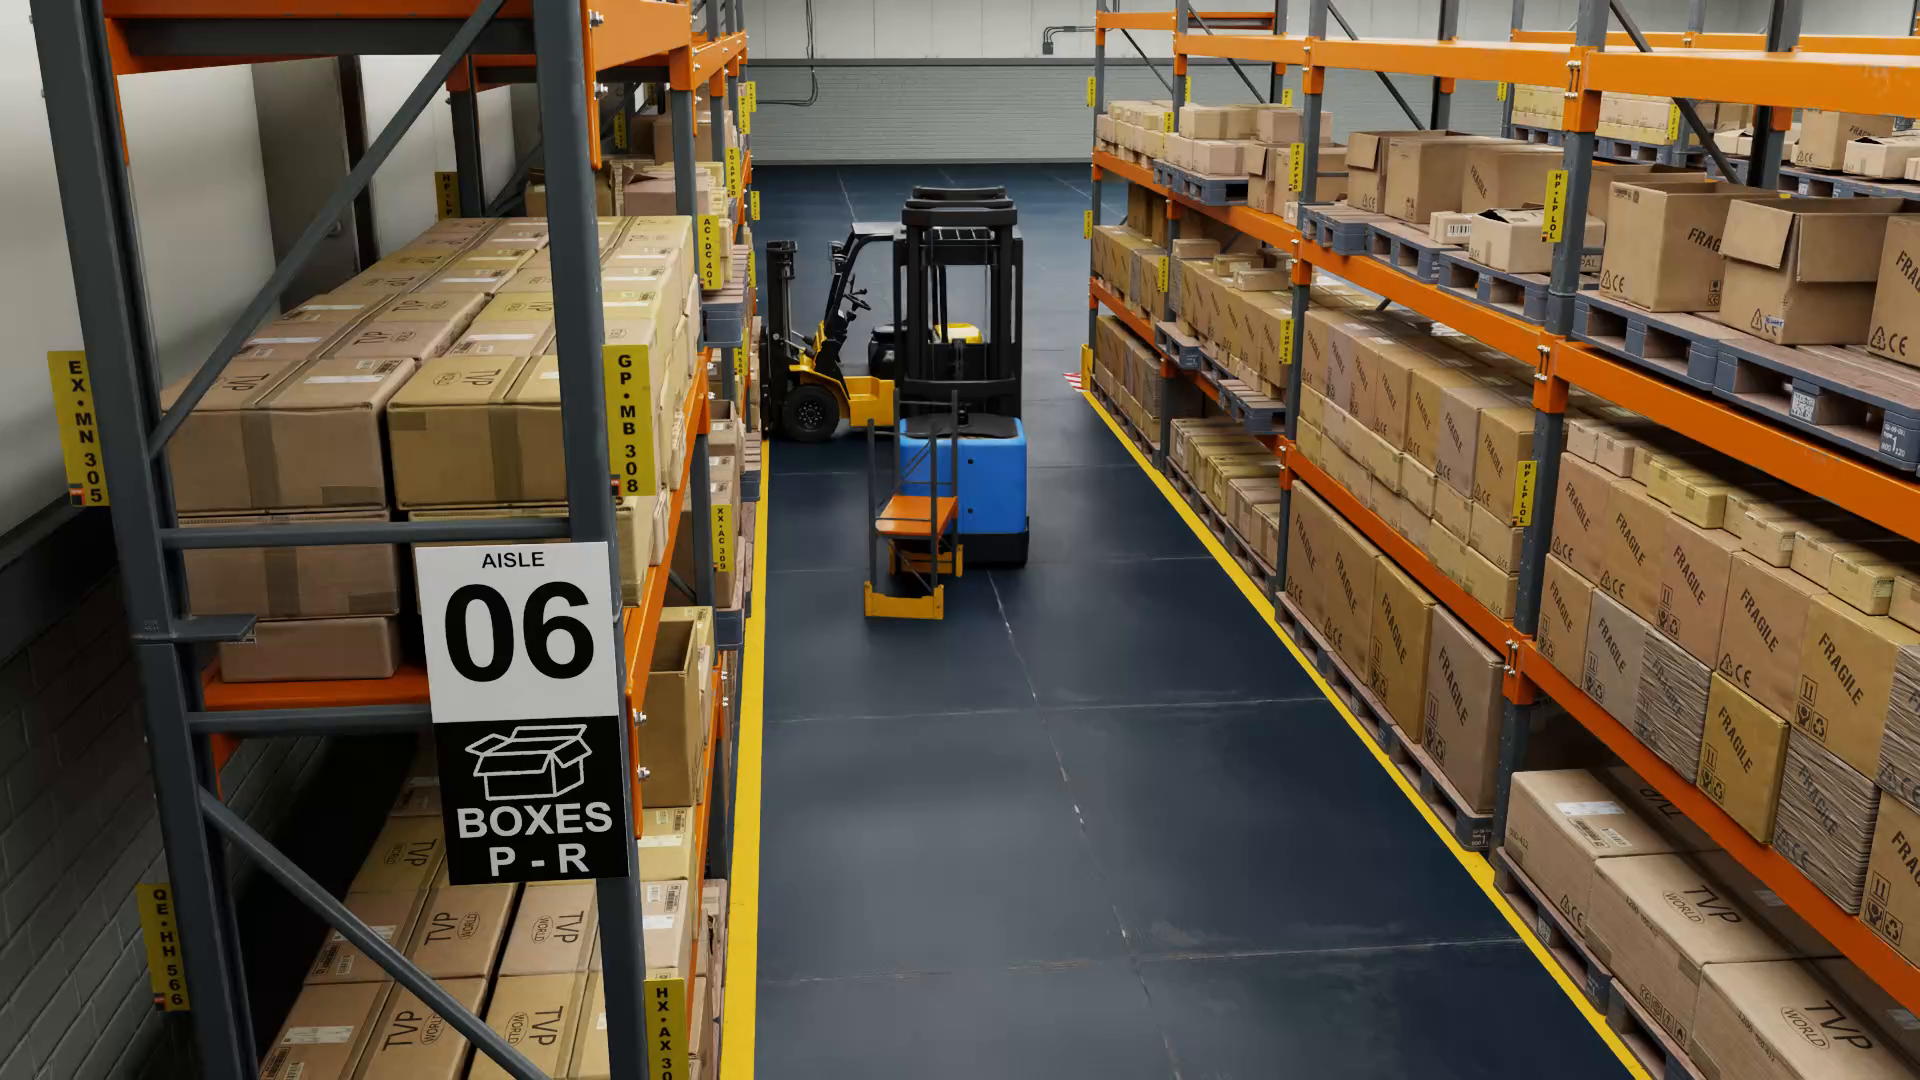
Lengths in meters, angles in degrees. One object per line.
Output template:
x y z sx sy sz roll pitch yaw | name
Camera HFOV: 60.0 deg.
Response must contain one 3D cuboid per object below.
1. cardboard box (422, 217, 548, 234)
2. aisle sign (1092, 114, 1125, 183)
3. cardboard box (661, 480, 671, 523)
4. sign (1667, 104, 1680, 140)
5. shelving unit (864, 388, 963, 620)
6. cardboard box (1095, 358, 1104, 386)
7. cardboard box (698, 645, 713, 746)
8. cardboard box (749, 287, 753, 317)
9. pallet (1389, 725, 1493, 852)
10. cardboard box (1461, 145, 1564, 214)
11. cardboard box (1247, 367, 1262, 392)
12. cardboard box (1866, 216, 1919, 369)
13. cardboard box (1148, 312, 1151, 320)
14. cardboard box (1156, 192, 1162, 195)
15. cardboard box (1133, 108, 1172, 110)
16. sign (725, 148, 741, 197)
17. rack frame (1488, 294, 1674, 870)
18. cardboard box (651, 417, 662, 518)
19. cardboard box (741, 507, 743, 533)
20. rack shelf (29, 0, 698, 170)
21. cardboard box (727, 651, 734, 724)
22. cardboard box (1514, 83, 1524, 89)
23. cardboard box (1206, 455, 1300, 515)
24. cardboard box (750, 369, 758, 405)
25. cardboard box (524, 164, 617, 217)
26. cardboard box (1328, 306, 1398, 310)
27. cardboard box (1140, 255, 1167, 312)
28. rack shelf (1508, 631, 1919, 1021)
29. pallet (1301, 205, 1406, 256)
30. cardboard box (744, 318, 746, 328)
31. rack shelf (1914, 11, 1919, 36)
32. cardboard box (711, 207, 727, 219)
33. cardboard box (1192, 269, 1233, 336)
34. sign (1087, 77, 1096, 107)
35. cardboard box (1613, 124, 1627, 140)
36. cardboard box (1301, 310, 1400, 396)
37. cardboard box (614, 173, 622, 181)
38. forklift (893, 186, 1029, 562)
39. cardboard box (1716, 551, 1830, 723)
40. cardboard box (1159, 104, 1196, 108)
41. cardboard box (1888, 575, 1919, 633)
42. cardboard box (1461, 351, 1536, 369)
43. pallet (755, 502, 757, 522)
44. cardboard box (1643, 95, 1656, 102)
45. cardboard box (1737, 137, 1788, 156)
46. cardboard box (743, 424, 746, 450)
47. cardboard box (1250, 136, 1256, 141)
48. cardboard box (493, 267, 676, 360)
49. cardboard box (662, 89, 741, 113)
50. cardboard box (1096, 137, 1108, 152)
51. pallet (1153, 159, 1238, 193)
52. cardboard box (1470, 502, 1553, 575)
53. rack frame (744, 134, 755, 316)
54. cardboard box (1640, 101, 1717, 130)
-1.882 -1.160 6.775 0.500 0.250 0.500 -2 18 -6 | cardboard box
1.734 -4.555 19.338 0.394 0.787 0.004 -2 18 -6 | aisle sign
-1.059 -0.107 4.923 0.380 0.149 0.250 -2 18 -6 | cardboard box
6.823 -3.995 15.892 0.100 0.325 0.005 -2 18 -6 | sign
-0.343 -0.294 12.610 0.587 1.500 1.083 3 18 8 | shelving unit
1.857 -1.946 19.256 0.500 0.250 0.500 -2 18 -6 | cardboard box
-1.289 0.646 6.864 0.500 0.250 0.500 -2 18 -5 | cardboard box
-2.416 -2.604 17.296 0.500 0.500 0.500 -2 18 -5 | cardboard box
3.132 1.372 9.454 1.003 0.211 1.213 -2 18 -6 | pallet
3.344 -2.085 9.936 0.500 0.500 0.500 -2 18 -5 | cardboard box
2.436 -1.245 12.852 0.380 0.149 0.250 -2 18 -6 | cardboard box
3.641 -0.871 5.901 0.500 0.500 0.500 -1 17 -5 | cardboard box
2.132 -2.309 16.945 0.380 0.149 0.250 -2 18 -6 | cardboard box
2.519 -3.527 18.072 0.700 0.500 0.500 -2 18 -6 | cardboard box
2.009 -4.431 17.364 0.380 0.149 0.250 -1 17 -4 | cardboard box
-1.523 -2.462 11.140 0.100 0.325 0.005 -2 18 -6 | sign
3.287 0.269 8.311 1.000 3.000 0.127 -2 18 -6 | rack frame
-1.084 -0.177 4.480 0.500 0.250 0.500 -1 17 -5 | cardboard box
-2.258 -0.417 13.760 0.875 0.625 0.625 -3 18 -8 | cardboard box
-1.444 -1.498 5.131 1.077 0.370 4.000 -2 18 -6 | rack shelf
-1.635 0.803 10.083 0.500 0.500 0.500 -2 18 -8 | cardboard box
6.680 -5.319 19.325 0.380 0.149 0.250 -2 17 -5 | cardboard box
2.669 -0.483 14.395 0.950 0.372 0.625 -1 17 -4 | cardboard box
-2.213 -1.479 16.101 0.500 0.250 0.500 -2 18 -6 | cardboard box
-1.750 -1.564 7.507 0.396 0.266 0.258 -2 18 -6 | cardboard box
3.058 -1.454 12.435 0.500 0.500 0.500 -2 18 -7 | cardboard box
2.108 -2.582 16.729 0.500 0.500 0.500 -1 17 -4 | cardboard box
3.493 1.208 6.521 1.077 0.370 4.000 -2 18 -6 | rack shelf
2.993 -2.073 11.081 1.213 0.211 1.003 -1 17 -3 | pallet
-2.110 -1.835 14.431 0.500 0.250 0.500 -2 18 -7 | cardboard box
12.112 -5.534 17.986 1.077 0.370 4.000 -2 18 -6 | rack shelf
-1.327 -1.534 8.103 0.380 0.149 0.250 -2 18 -7 | cardboard box
2.314 -2.059 14.362 0.500 0.500 0.500 -2 18 -6 | cardboard box
1.509 -5.137 19.066 0.100 0.325 0.005 -2 18 -6 | sign
6.939 -4.183 17.038 0.380 0.149 0.250 -2 18 -5 | cardboard box
2.682 -1.293 11.451 0.500 0.500 0.500 -2 18 -7 | cardboard box
-2.200 -2.113 9.981 0.380 0.149 0.250 -1 17 -4 | cardboard box
-0.028 -1.604 14.394 1.130 2.935 3.031 -1 17 -2 | forklift
3.232 0.348 6.225 0.500 0.500 0.500 -2 18 -6 | cardboard box
2.385 -4.675 18.142 0.380 0.149 0.250 -2 18 -5 | cardboard box
3.361 0.220 5.548 0.380 0.149 0.250 -2 18 -6 | cardboard box
3.338 -0.849 10.039 0.500 0.500 0.500 -2 18 -7 | cardboard box
-2.360 -0.411 15.134 1.003 0.211 1.213 -2 18 -6 | pallet
6.994 -4.411 16.433 0.380 0.149 0.250 -2 18 -6 | cardboard box
7.235 -3.540 14.988 0.250 0.149 0.380 -2 18 -6 | cardboard box
-1.613 -0.665 11.005 0.380 0.149 0.250 -1 17 -5 | cardboard box
2.713 -3.354 14.393 0.500 0.250 0.500 -2 17 -5 | cardboard box
-1.195 -0.717 5.366 0.500 0.250 0.500 -1 17 -4 | cardboard box
-2.571 -4.272 16.728 0.797 0.503 0.637 -1 17 -4 | cardboard box
1.760 -4.508 18.941 0.380 0.149 0.250 -2 18 -6 | cardboard box
2.419 -3.268 14.886 1.213 0.211 1.003 -2 18 -6 | pallet
2.999 -0.021 8.653 0.500 0.250 0.500 -2 18 -6 | cardboard box
-2.888 -3.151 19.207 1.000 3.000 0.127 -2 18 -6 | rack frame
7.069 -4.185 16.379 0.500 0.250 0.500 -2 18 -6 | cardboard box
